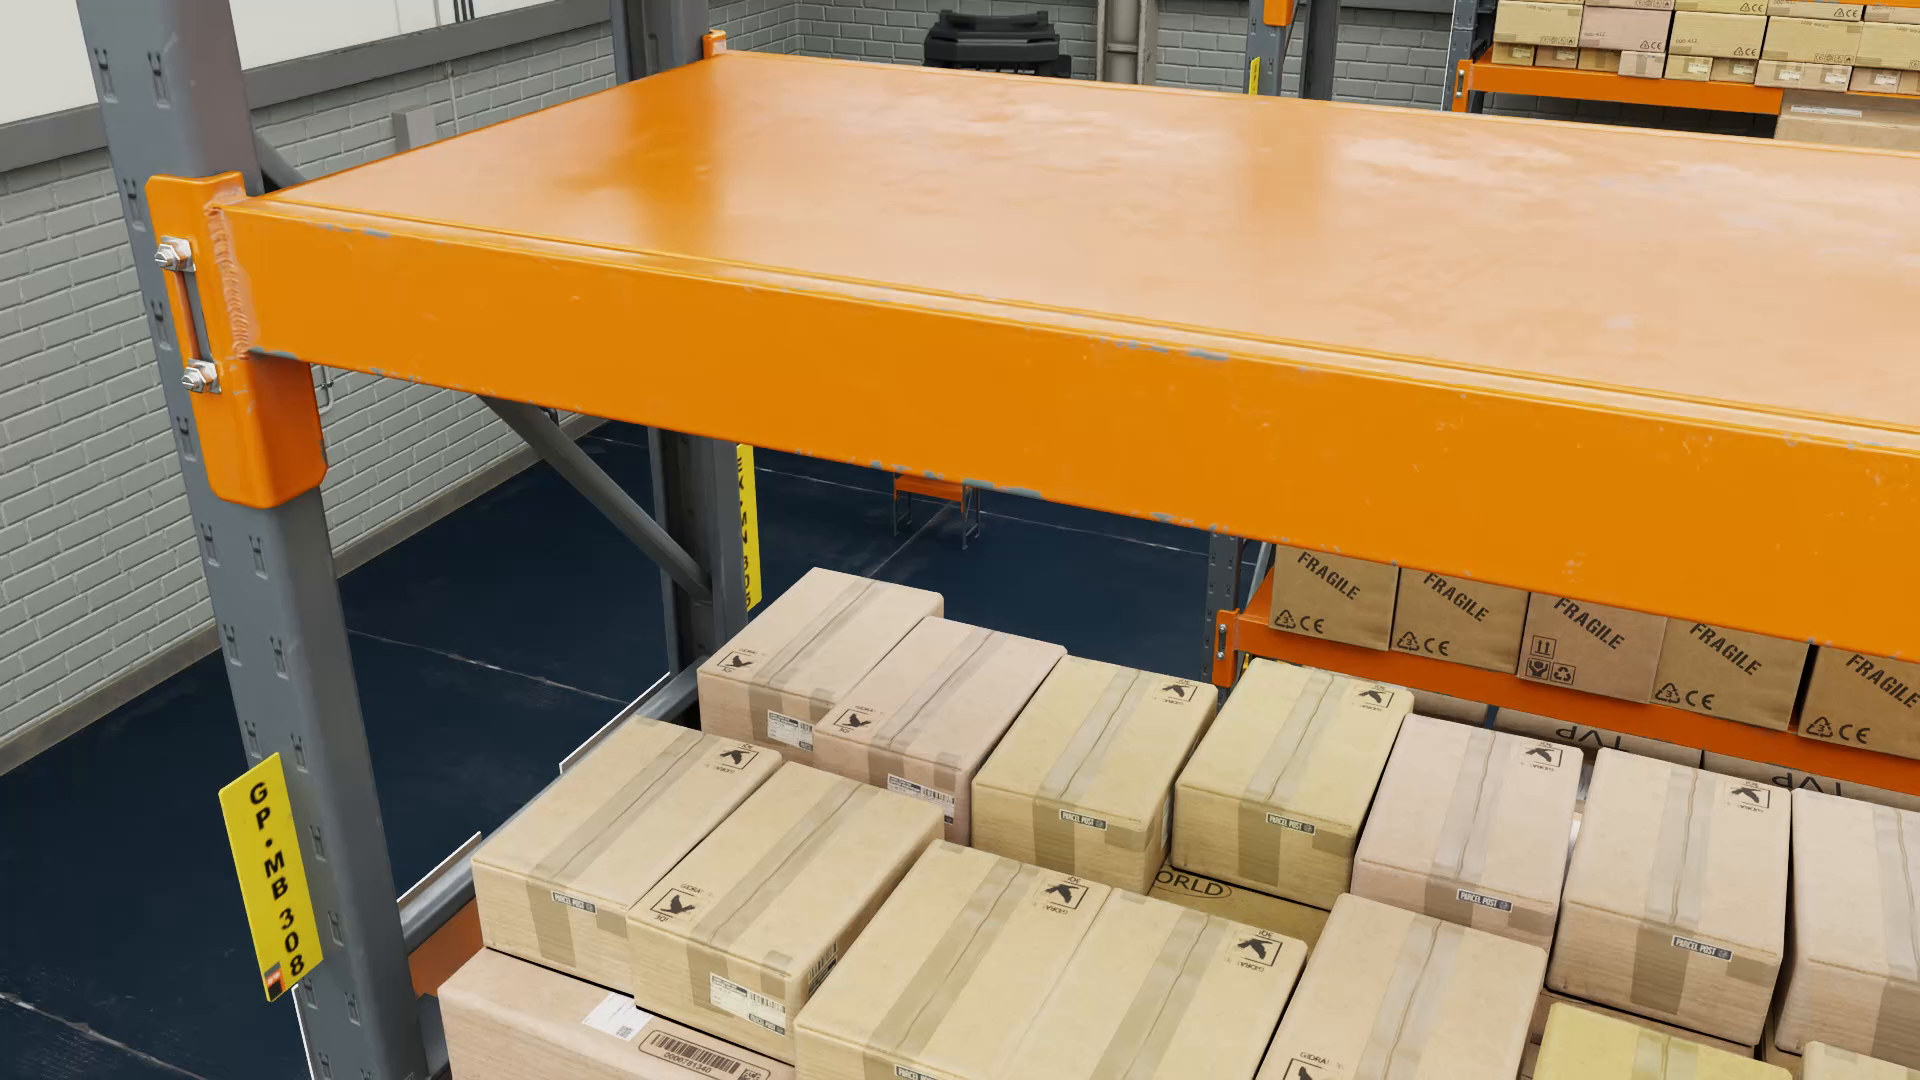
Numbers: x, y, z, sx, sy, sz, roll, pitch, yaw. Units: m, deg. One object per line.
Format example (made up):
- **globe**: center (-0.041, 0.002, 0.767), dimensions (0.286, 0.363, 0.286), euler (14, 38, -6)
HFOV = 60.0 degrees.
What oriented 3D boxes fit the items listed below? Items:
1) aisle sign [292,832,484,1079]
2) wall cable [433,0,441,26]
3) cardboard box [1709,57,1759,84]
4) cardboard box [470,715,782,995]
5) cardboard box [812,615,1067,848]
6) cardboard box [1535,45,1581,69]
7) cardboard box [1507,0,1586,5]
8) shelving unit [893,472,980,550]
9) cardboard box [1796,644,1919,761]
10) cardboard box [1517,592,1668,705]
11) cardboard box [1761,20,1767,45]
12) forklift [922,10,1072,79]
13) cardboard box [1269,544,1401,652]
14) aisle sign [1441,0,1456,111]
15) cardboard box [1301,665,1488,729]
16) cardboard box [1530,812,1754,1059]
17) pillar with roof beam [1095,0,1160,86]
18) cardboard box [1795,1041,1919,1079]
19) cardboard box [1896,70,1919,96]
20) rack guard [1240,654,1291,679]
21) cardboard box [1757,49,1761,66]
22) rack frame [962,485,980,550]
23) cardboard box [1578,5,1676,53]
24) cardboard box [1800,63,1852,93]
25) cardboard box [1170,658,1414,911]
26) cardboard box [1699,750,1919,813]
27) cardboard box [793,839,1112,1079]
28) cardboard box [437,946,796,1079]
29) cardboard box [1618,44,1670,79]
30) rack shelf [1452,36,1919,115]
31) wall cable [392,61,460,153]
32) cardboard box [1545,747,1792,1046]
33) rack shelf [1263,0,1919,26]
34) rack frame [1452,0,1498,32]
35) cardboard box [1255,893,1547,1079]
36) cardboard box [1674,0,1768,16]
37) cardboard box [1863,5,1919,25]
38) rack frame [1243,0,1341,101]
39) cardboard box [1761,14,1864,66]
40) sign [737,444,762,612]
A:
- **aisle sign**: center (-0.831, 0.888, 2.607), dimensions (0.004, 0.787, 0.394), euler (11, 28, 22)
- **wall cable**: center (-3.664, -3.982, 8.650), dimensions (0.029, 3.000, 2.355), euler (11, 28, 22)
- **cardboard box**: center (4.714, -2.896, 10.125), dimensions (0.250, 0.149, 0.380), euler (11, 28, 21)
- **cardboard box**: center (-0.440, 0.416, 2.265), dimensions (0.250, 0.149, 0.380), euler (11, 28, 21)
- **cardboard box**: center (-0.023, 0.284, 2.534), dimensions (0.250, 0.149, 0.380), euler (12, 29, 23)
- **cardboard box**: center (3.811, -3.102, 10.543), dimensions (0.250, 0.149, 0.380), euler (12, 29, 23)
- **cardboard box**: center (3.668, -3.512, 10.359), dimensions (0.500, 0.250, 0.500), euler (11, 28, 21)
- **shelving unit**: center (-0.151, -0.569, 10.546), dimensions (0.503, 1.200, 0.258), euler (11, 28, 22)
- **cardboard box**: center (3.496, 0.465, 6.297), dimensions (0.500, 0.500, 0.500), euler (11, 28, 21)
- **cardboard box**: center (2.562, 0.278, 6.676), dimensions (0.500, 0.500, 0.500), euler (11, 28, 22)
- **cardboard box**: center (5.282, -3.223, 10.337), dimensions (0.500, 0.250, 0.500), euler (12, 29, 23)
- **forklift**: center (0.265, -2.539, 12.589), dimensions (1.130, 2.935, 3.031), euler (2, 26, 4)
- **cardboard box**: center (1.635, 0.097, 7.045), dimensions (0.500, 0.500, 0.500), euler (11, 28, 21)
- **aisle sign**: center (3.184, -3.119, 10.746), dimensions (0.004, 0.787, 0.394), euler (11, 28, 22)
- **cardboard box**: center (1.959, 0.980, 7.789), dimensions (0.875, 0.438, 0.875), euler (10, 28, 20)
- **cardboard box**: center (0.816, 0.614, 2.315), dimensions (0.500, 0.250, 0.500), euler (12, 29, 23)
- **pillar with roof beam**: center (-0.495, -3.874, 8.431), dimensions (0.400, 9.000, 9.100), euler (11, 28, 22)
- **cardboard box**: center (0.962, 0.712, 1.664), dimensions (0.250, 0.149, 0.380), euler (12, 29, 24)
- **cardboard box**: center (5.644, -2.713, 9.753), dimensions (0.250, 0.149, 0.380), euler (12, 29, 24)
- **rack guard**: center (1.295, 1.055, 8.041), dimensions (0.348, 0.500, 1.175), euler (11, 28, 22)
- **cardboard box**: center (4.974, -3.119, 10.578), dimensions (0.250, 0.149, 0.380), euler (11, 28, 21)
- **rack frame**: center (0.071, -0.524, 10.456), dimensions (0.015, 1.200, 0.240), euler (11, 28, 22)
- **cardboard box**: center (4.130, -3.195, 10.280), dimensions (0.500, 0.250, 0.500), euler (12, 29, 23)
- **cardboard box**: center (5.146, -2.777, 9.882), dimensions (0.250, 0.149, 0.380), euler (12, 29, 23)
- **cardboard box**: center (0.487, 0.344, 2.412), dimensions (0.250, 0.149, 0.380), euler (12, 29, 23)
- **cardboard box**: center (3.616, 1.309, 7.120), dimensions (0.875, 0.438, 0.875), euler (10, 28, 20)
- **cardboard box**: center (0.002, 0.549, 1.996), dimensions (0.250, 0.149, 0.380), euler (11, 28, 22)
- **cardboard box**: center (-0.339, 0.631, 2.281), dimensions (0.500, 0.250, 0.500), euler (12, 29, 23)
- **cardboard box**: center (4.222, -2.962, 10.258), dimensions (0.250, 0.149, 0.380), euler (12, 29, 23)
- **rack shelf**: center (5.189, -2.716, 10.288), dimensions (4.000, 0.370, 1.077), euler (11, 28, 22)
- **wall cable**: center (-3.249, -2.112, 10.493), dimensions (0.122, 1.984, 0.588), euler (11, 28, 22)
- **cardboard box**: center (0.937, 0.455, 2.187), dimensions (0.250, 0.149, 0.380), euler (12, 29, 23)
- **rack shelf**: center (3.137, -1.885, 5.659), dimensions (4.000, 0.370, 1.077), euler (11, 28, 22)
- **rack frame**: center (3.368, -4.750, 10.210), dimensions (0.127, 3.000, 1.000), euler (11, 28, 22)
- **cardboard box**: center (0.501, 0.598, 1.895), dimensions (0.250, 0.149, 0.380), euler (12, 29, 23)
- **cardboard box**: center (4.586, -3.326, 9.980), dimensions (0.500, 0.250, 0.500), euler (11, 28, 21)
- **cardboard box**: center (5.527, -3.144, 9.611), dimensions (0.500, 0.250, 0.500), euler (12, 29, 23)
- **rack frame**: center (1.317, -2.753, 6.155), dimensions (0.127, 3.000, 1.000), euler (11, 28, 22)
- **cardboard box**: center (5.071, -3.011, 9.906), dimensions (0.500, 0.250, 0.500), euler (11, 28, 21)
- **sign**: center (-0.392, -0.015, 2.987), dimensions (0.005, 0.325, 0.100), euler (11, 28, 22)
